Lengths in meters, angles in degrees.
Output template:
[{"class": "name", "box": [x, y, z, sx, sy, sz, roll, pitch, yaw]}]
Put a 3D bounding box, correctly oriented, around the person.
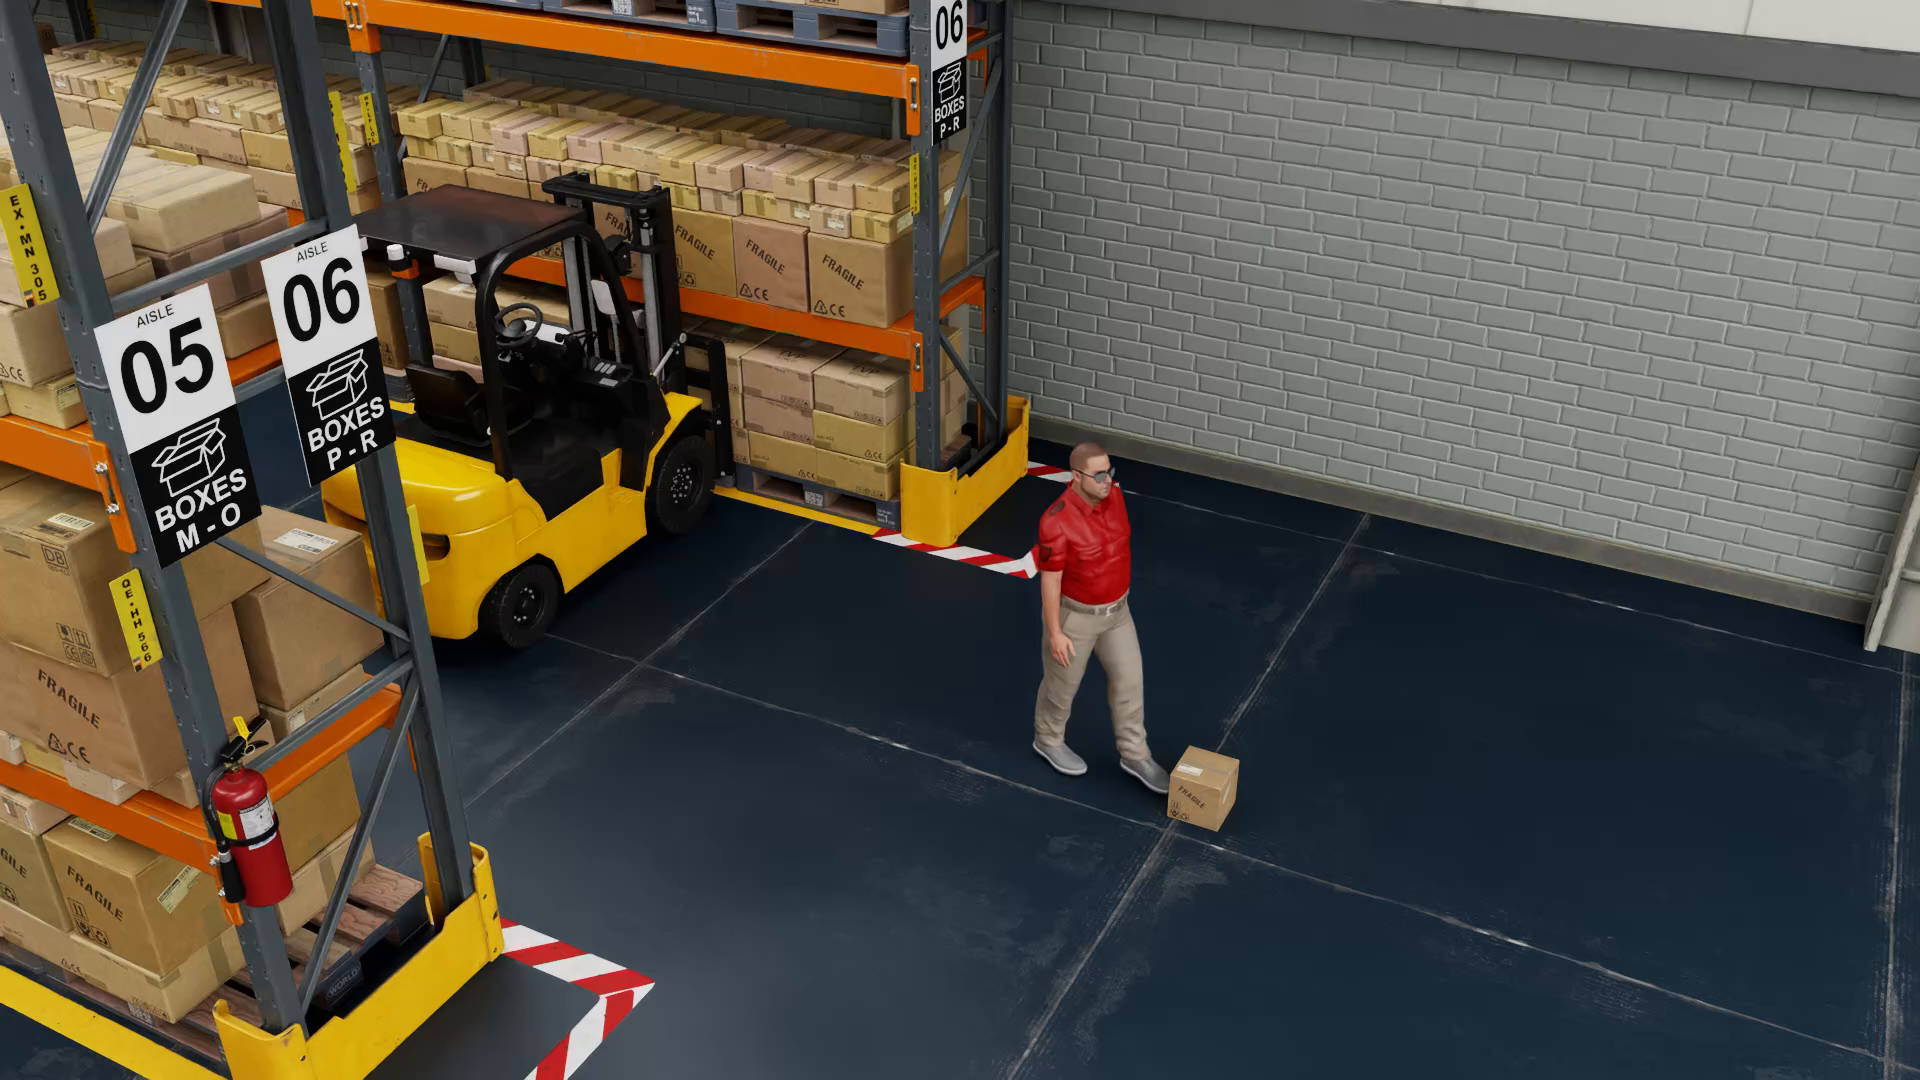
[{"class": "person", "box": [0.668, 0.387, 7.617, 0.547, 1.714, 0.726, -23, 37, -35]}]
